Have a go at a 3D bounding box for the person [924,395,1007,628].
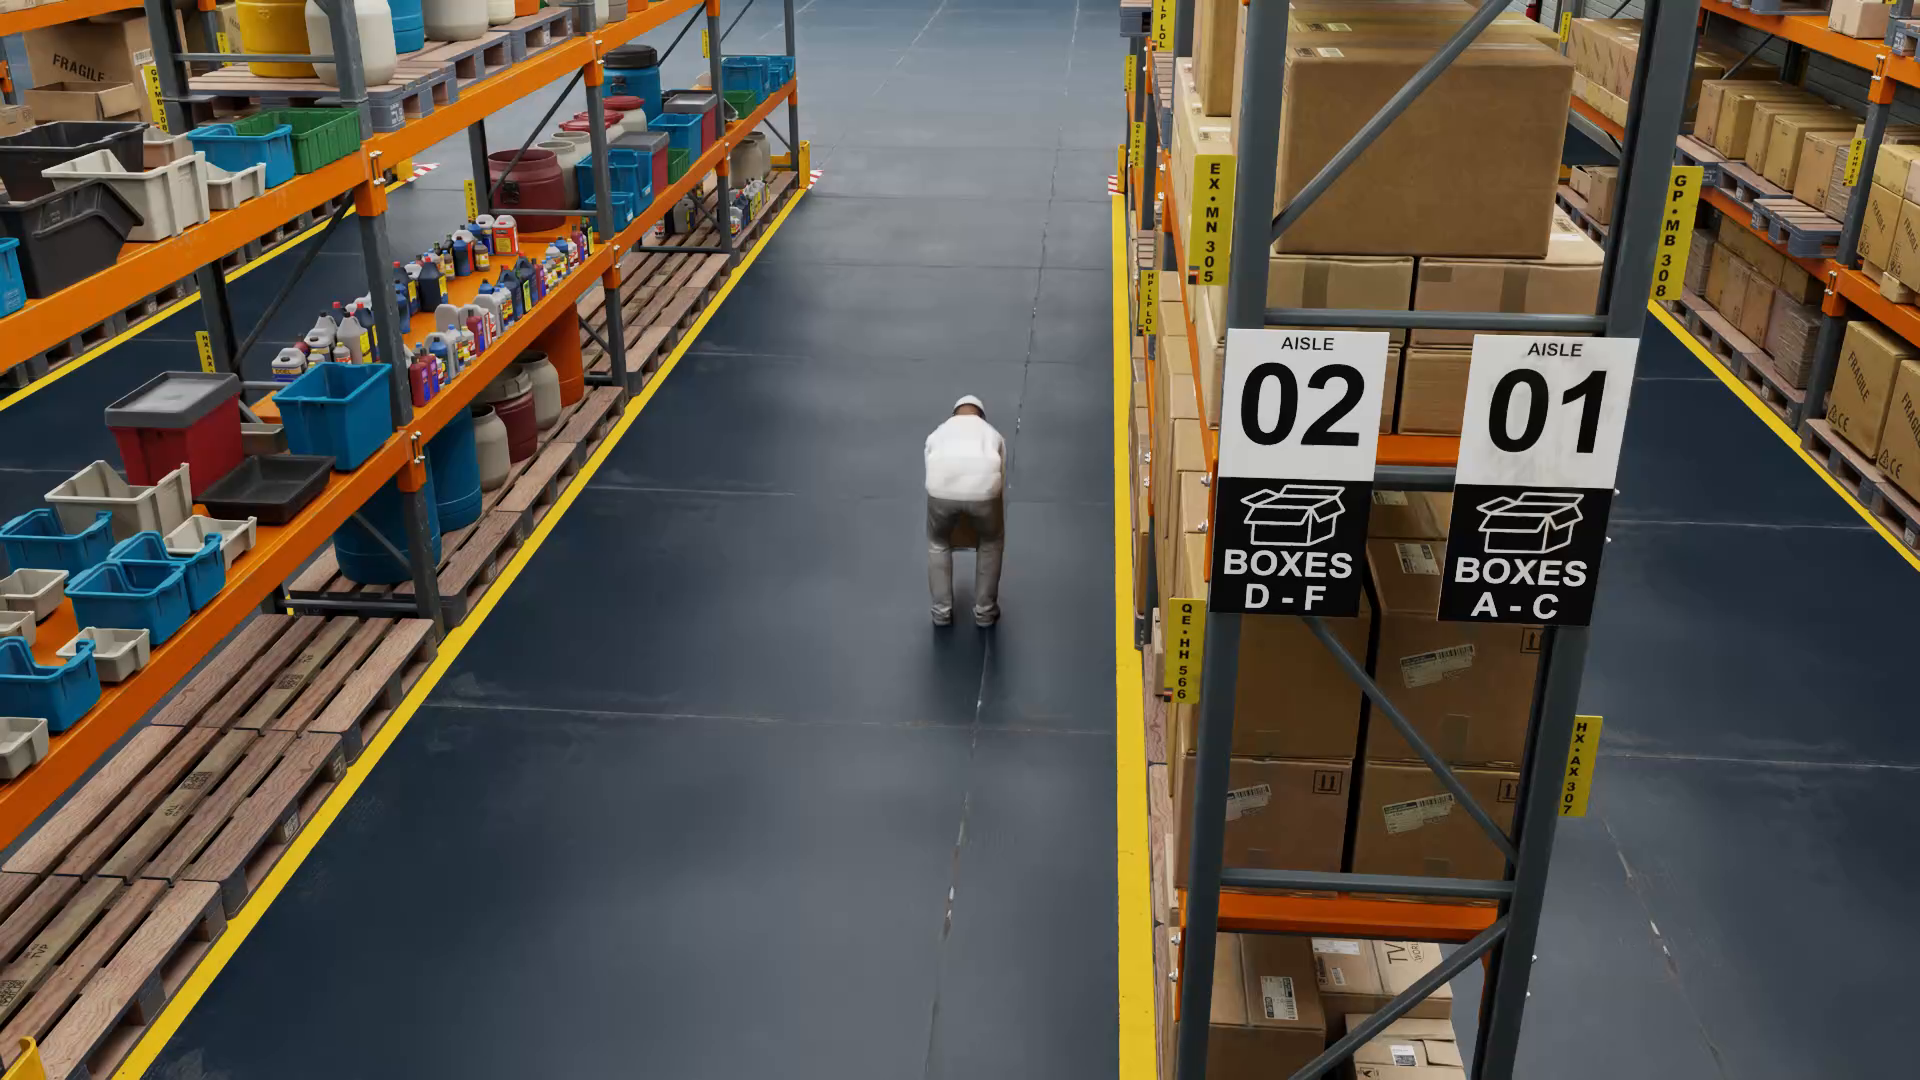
[{"bbox_3d":[0.029,-0.168,9.691,0.479,1.148,0.974,1,24,3],"label":"person"}]
